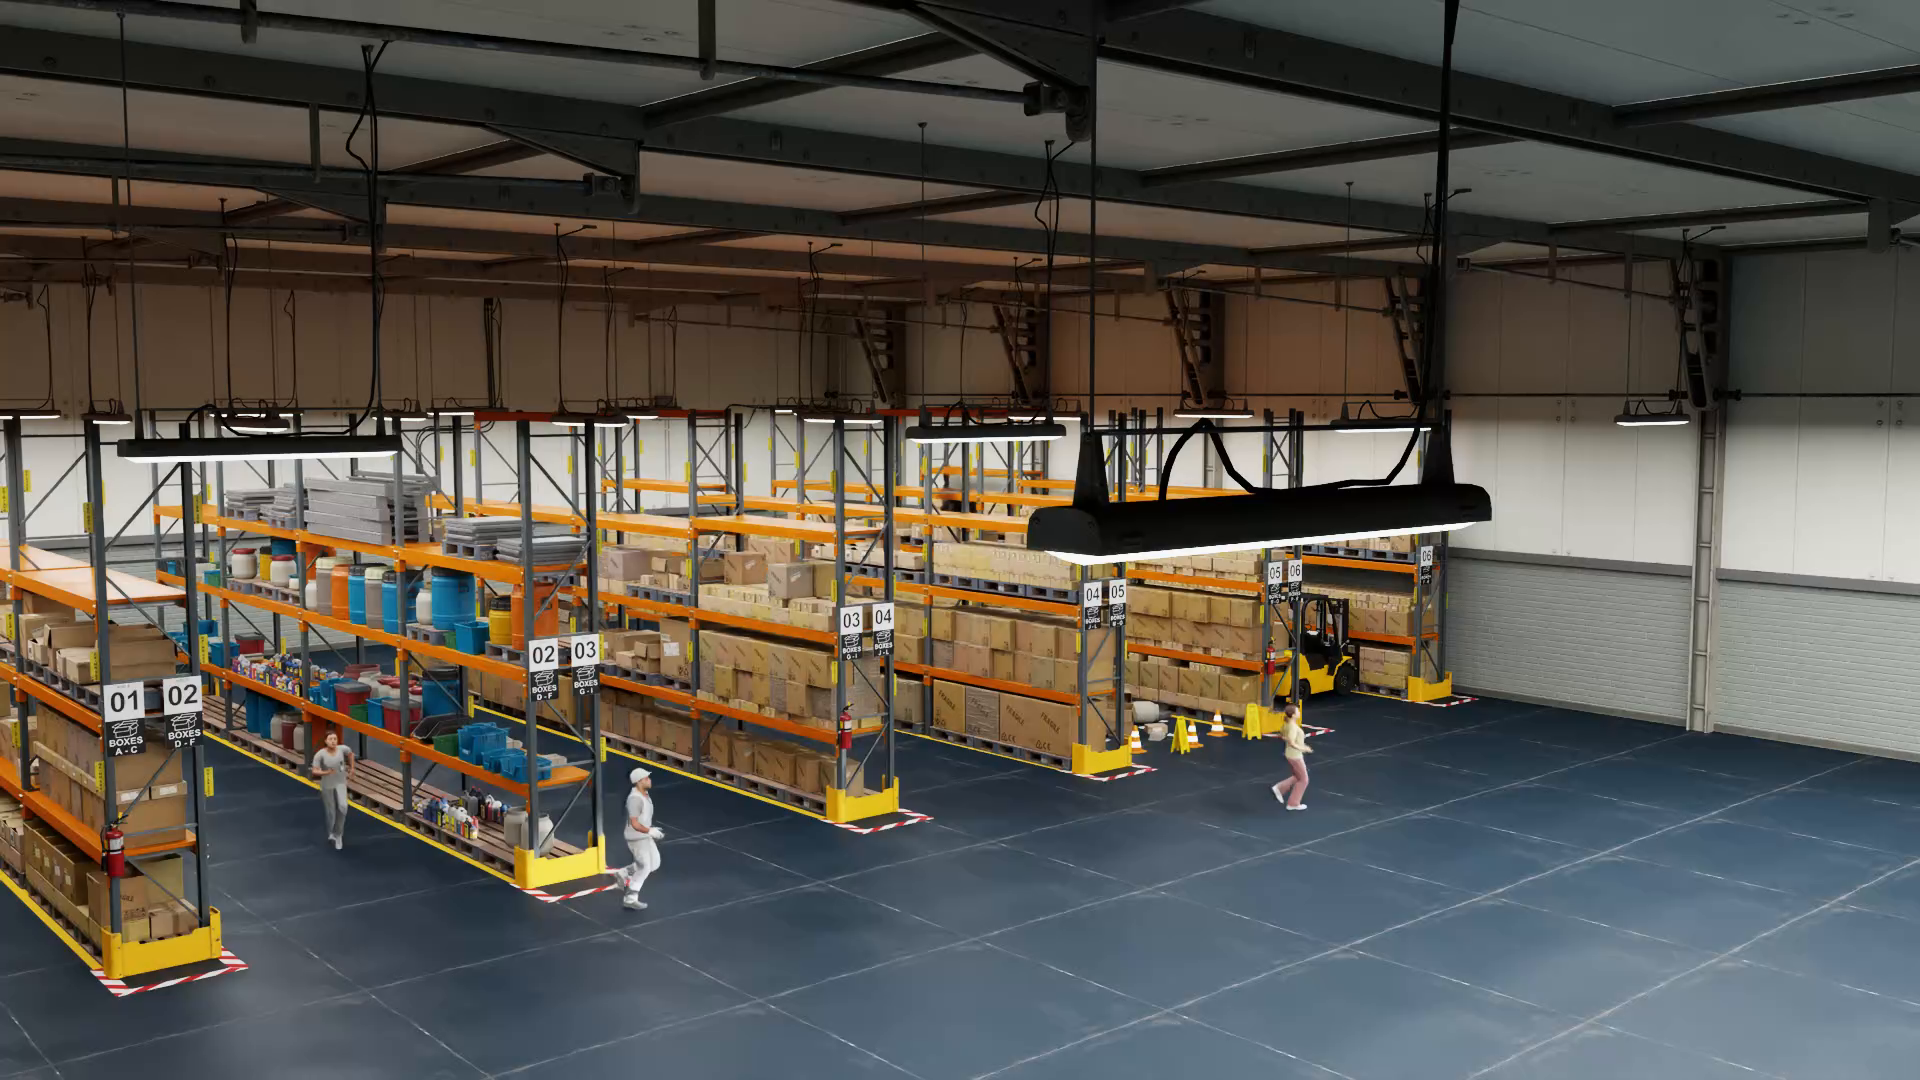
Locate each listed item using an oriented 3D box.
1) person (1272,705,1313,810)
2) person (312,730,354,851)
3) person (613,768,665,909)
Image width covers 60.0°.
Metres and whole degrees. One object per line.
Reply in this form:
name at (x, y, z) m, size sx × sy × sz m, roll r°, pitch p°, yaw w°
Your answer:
person at (5.053, 3.300, 25.278) m, size 0.566 × 1.620 × 0.577 m, roll 0°, pitch 5°, yaw -1°
person at (-8.744, 3.461, 23.228) m, size 0.588 × 1.675 × 0.813 m, roll -3°, pitch 6°, yaw -30°
person at (-3.959, 3.667, 20.527) m, size 0.667 × 1.742 × 0.691 m, roll 0°, pitch 5°, yaw -1°
